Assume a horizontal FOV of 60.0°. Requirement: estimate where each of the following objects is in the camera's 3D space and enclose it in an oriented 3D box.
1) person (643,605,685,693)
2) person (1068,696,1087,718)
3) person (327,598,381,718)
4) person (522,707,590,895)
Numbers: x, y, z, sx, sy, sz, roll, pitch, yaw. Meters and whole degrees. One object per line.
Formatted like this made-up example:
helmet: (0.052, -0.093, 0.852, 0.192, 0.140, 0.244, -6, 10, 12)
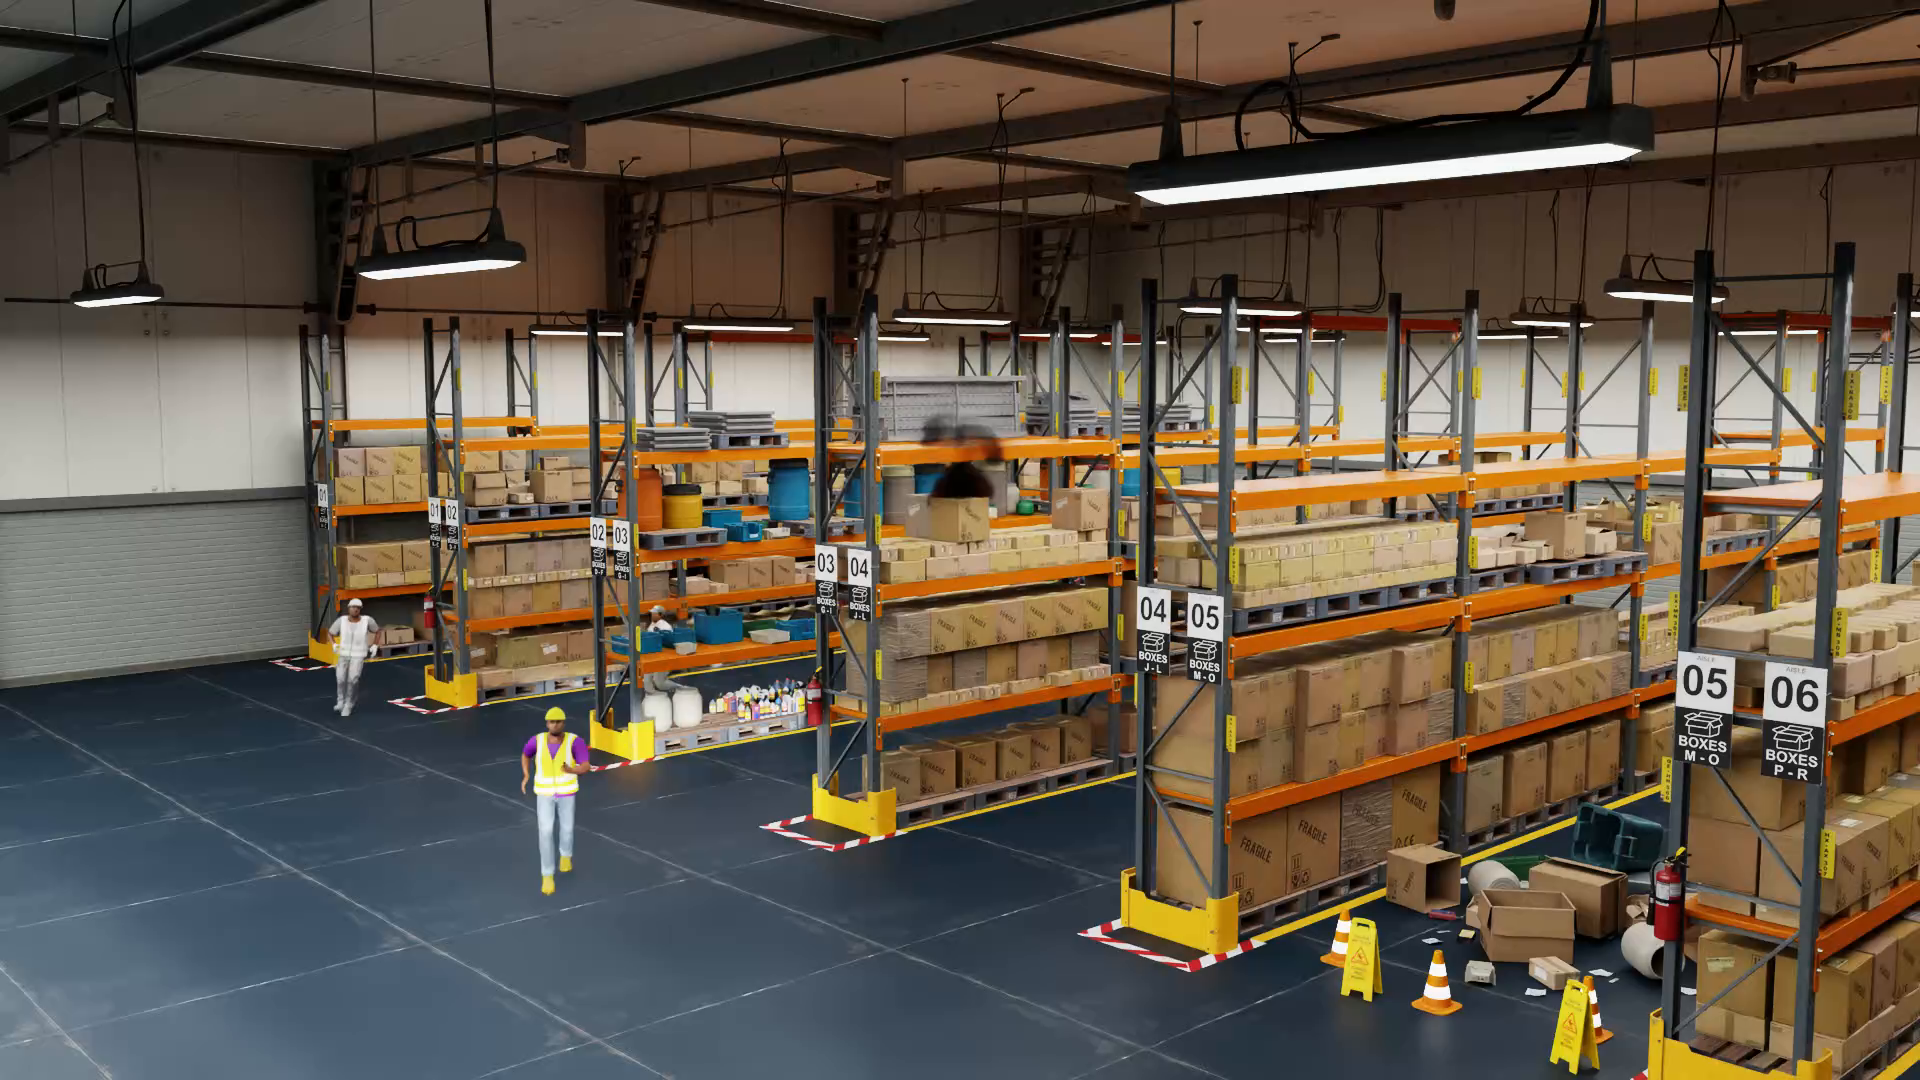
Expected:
person: (-4.552, 1.804, 25.305, 0.701, 1.648, 0.618, -5, 8, -43)
person: (1.619, 1.928, 23.654, 0.596, 1.740, 0.720, 6, 8, 44)
person: (-9.163, 1.767, 25.115, 0.743, 1.786, 0.668, -1, 6, -9)
person: (-4.076, 2.584, 16.801, 0.677, 1.821, 0.817, -1, 6, -14)
